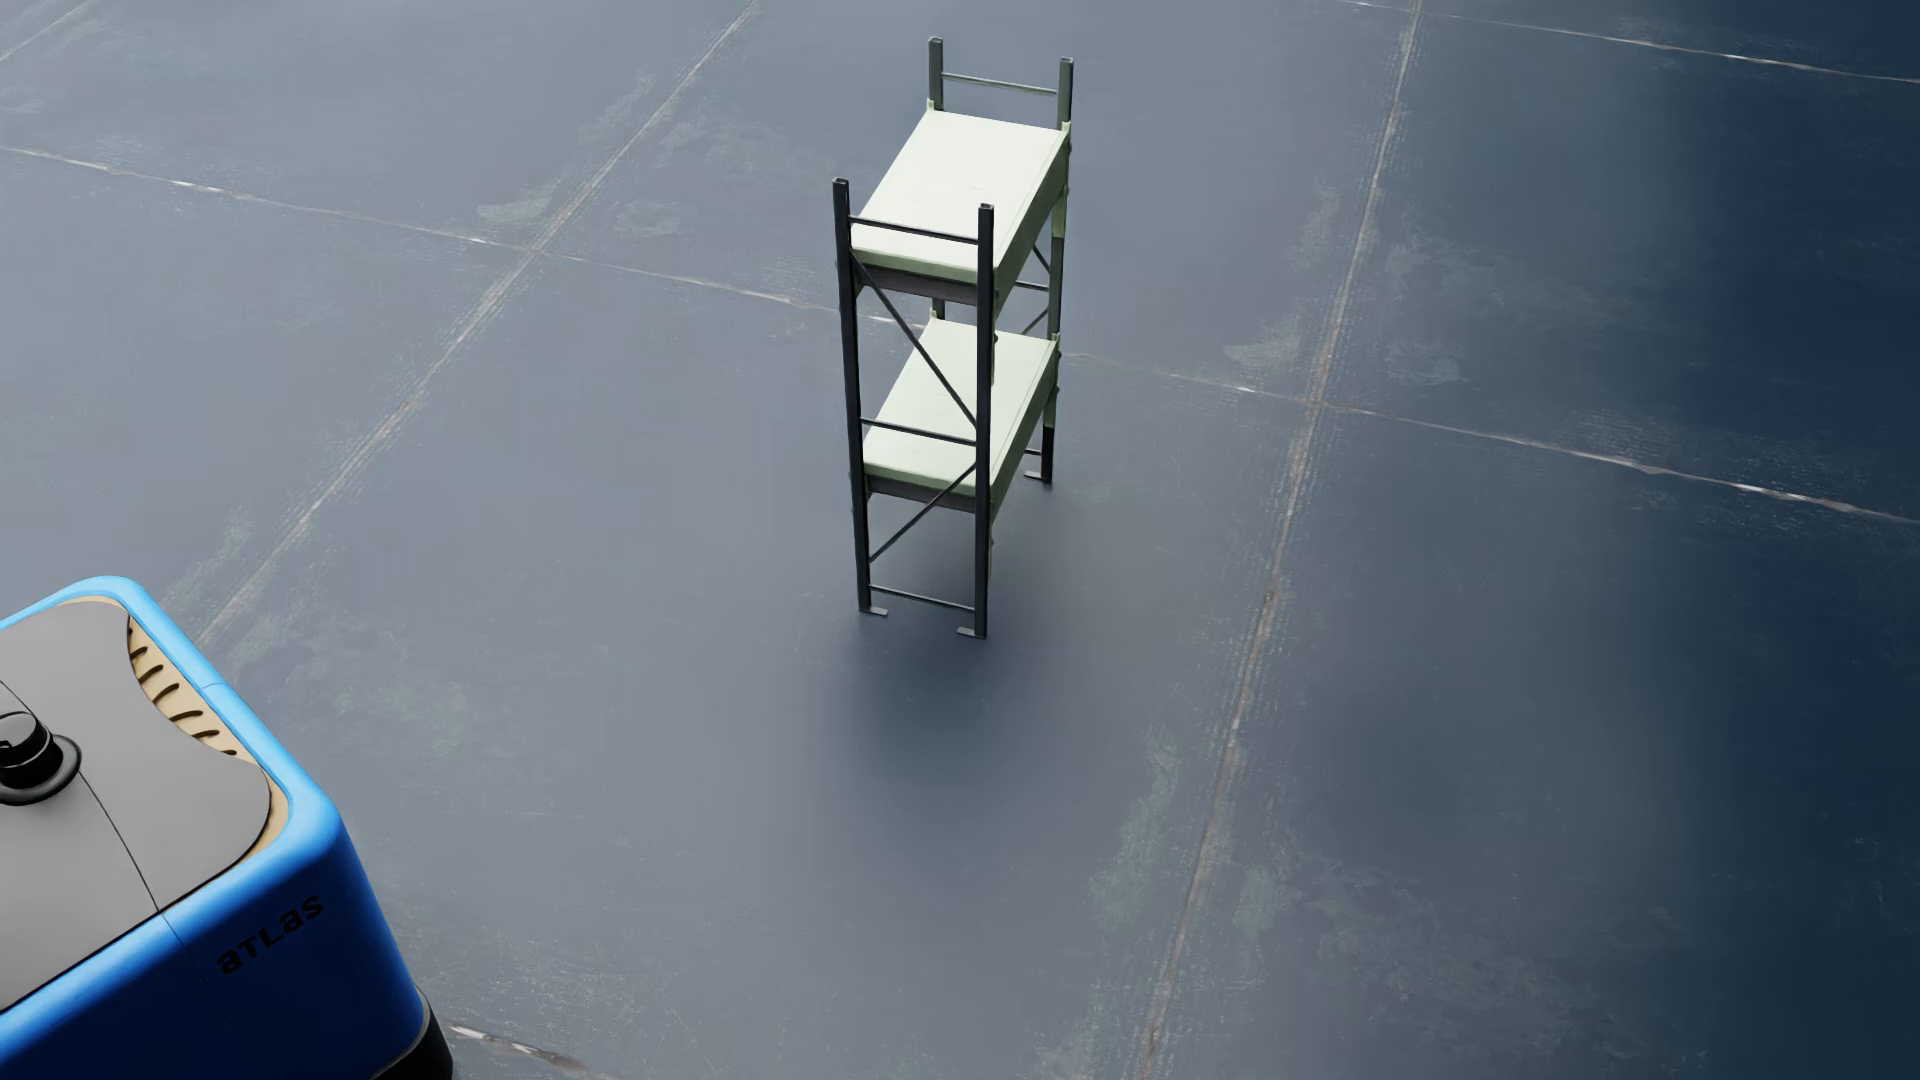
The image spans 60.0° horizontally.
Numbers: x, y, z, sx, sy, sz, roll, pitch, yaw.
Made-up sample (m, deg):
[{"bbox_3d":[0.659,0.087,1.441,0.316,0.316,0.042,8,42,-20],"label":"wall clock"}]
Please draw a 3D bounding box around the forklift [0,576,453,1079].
[{"bbox_3d":[-2.584,0.736,2.402,3.031,2.935,1.130,-35,54,-30],"label":"forklift"}]

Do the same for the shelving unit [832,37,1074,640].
[{"bbox_3d":[-0.002,-0.532,4.721,0.431,1.500,0.755,13,46,12],"label":"shelving unit"}]

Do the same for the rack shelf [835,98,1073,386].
[{"bbox_3d":[-0.002,-0.811,4.448,0.431,0.370,0.720,13,46,12],"label":"rack shelf"}]

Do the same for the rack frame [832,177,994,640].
[{"bbox_3d":[-0.113,-0.288,4.472,0.400,1.500,0.023,13,46,12],"label":"rack frame"}]

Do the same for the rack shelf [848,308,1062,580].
[{"bbox_3d":[-0.002,-0.299,4.949,0.431,0.370,0.720,13,46,12],"label":"rack shelf"}]

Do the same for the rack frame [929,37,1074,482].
[{"bbox_3d":[0.109,-0.776,4.970,0.400,1.500,0.023,13,46,12],"label":"rack frame"}]
